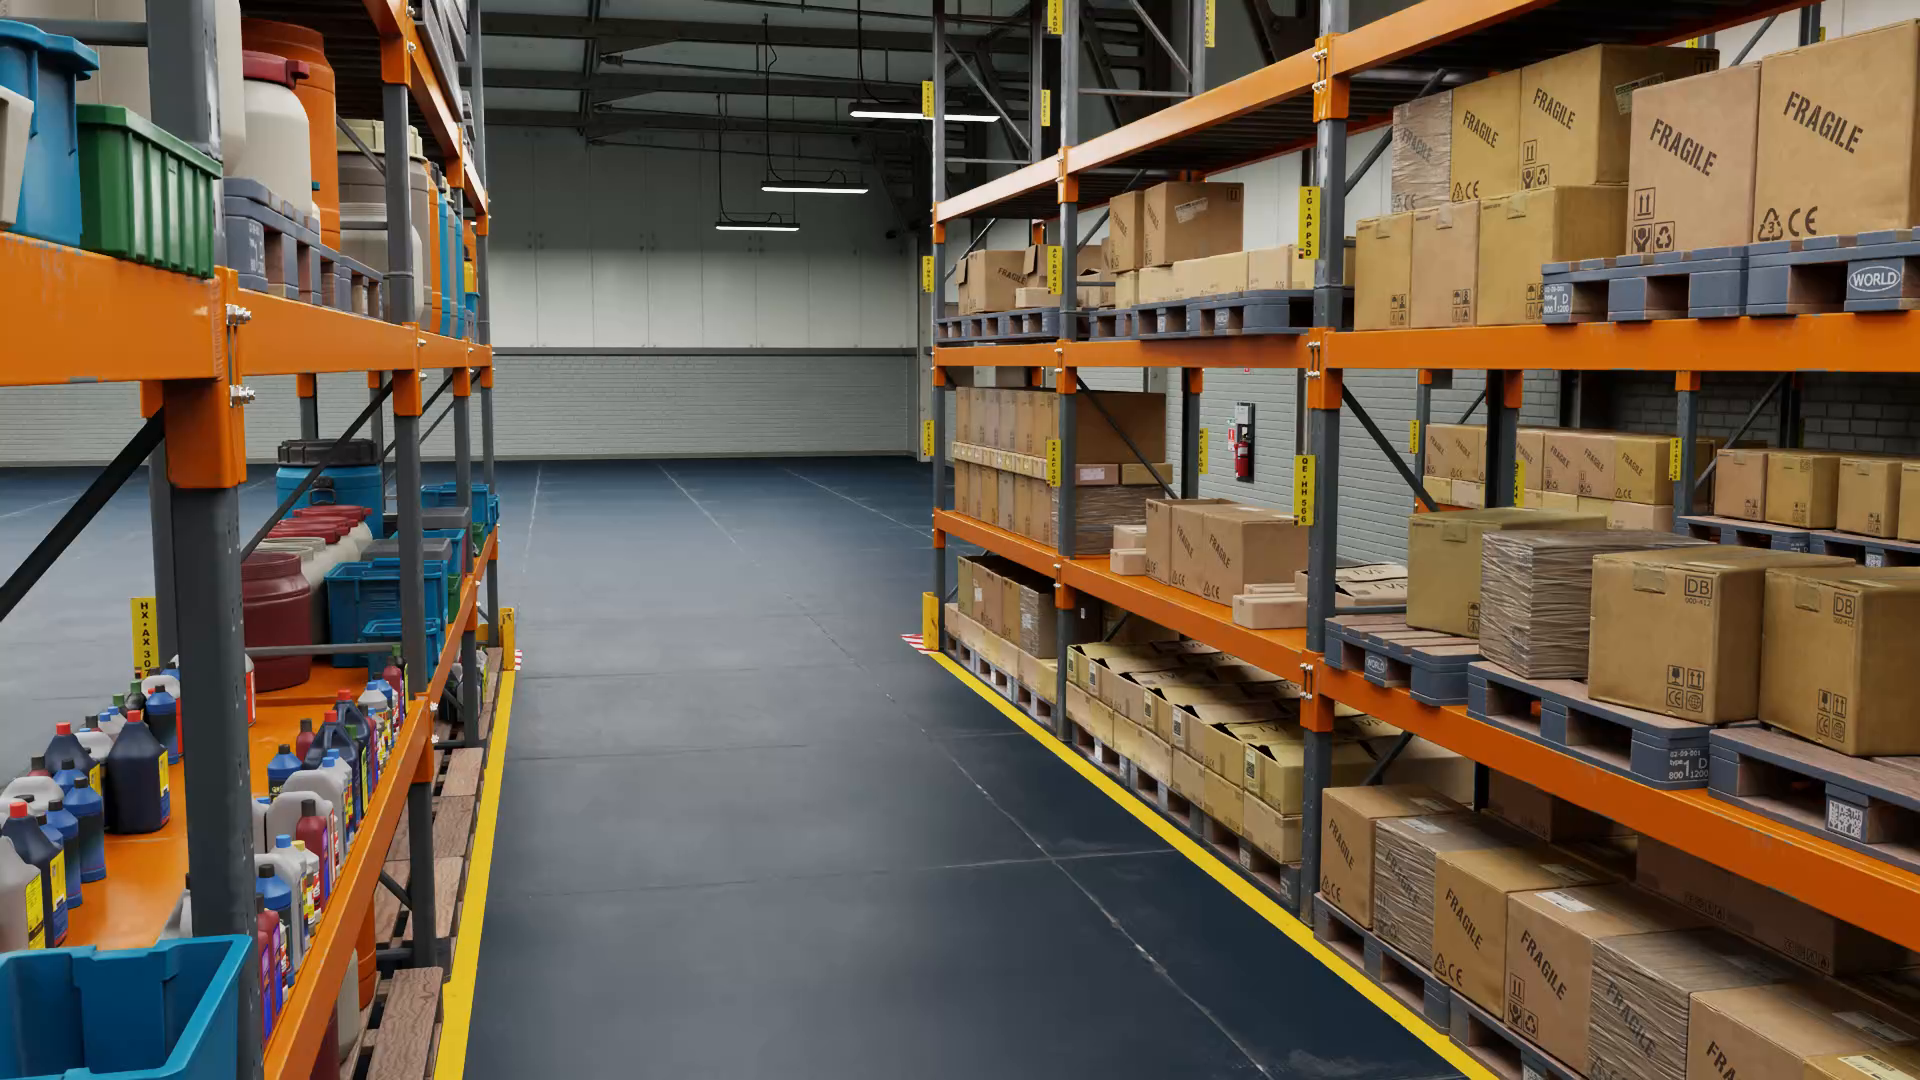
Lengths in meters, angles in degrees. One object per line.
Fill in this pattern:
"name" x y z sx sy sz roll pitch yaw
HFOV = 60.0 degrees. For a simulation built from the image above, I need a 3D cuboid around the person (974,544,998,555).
"person" 0.442 -0.006 17.959 0.666 1.543 0.625 -1 6 -13
